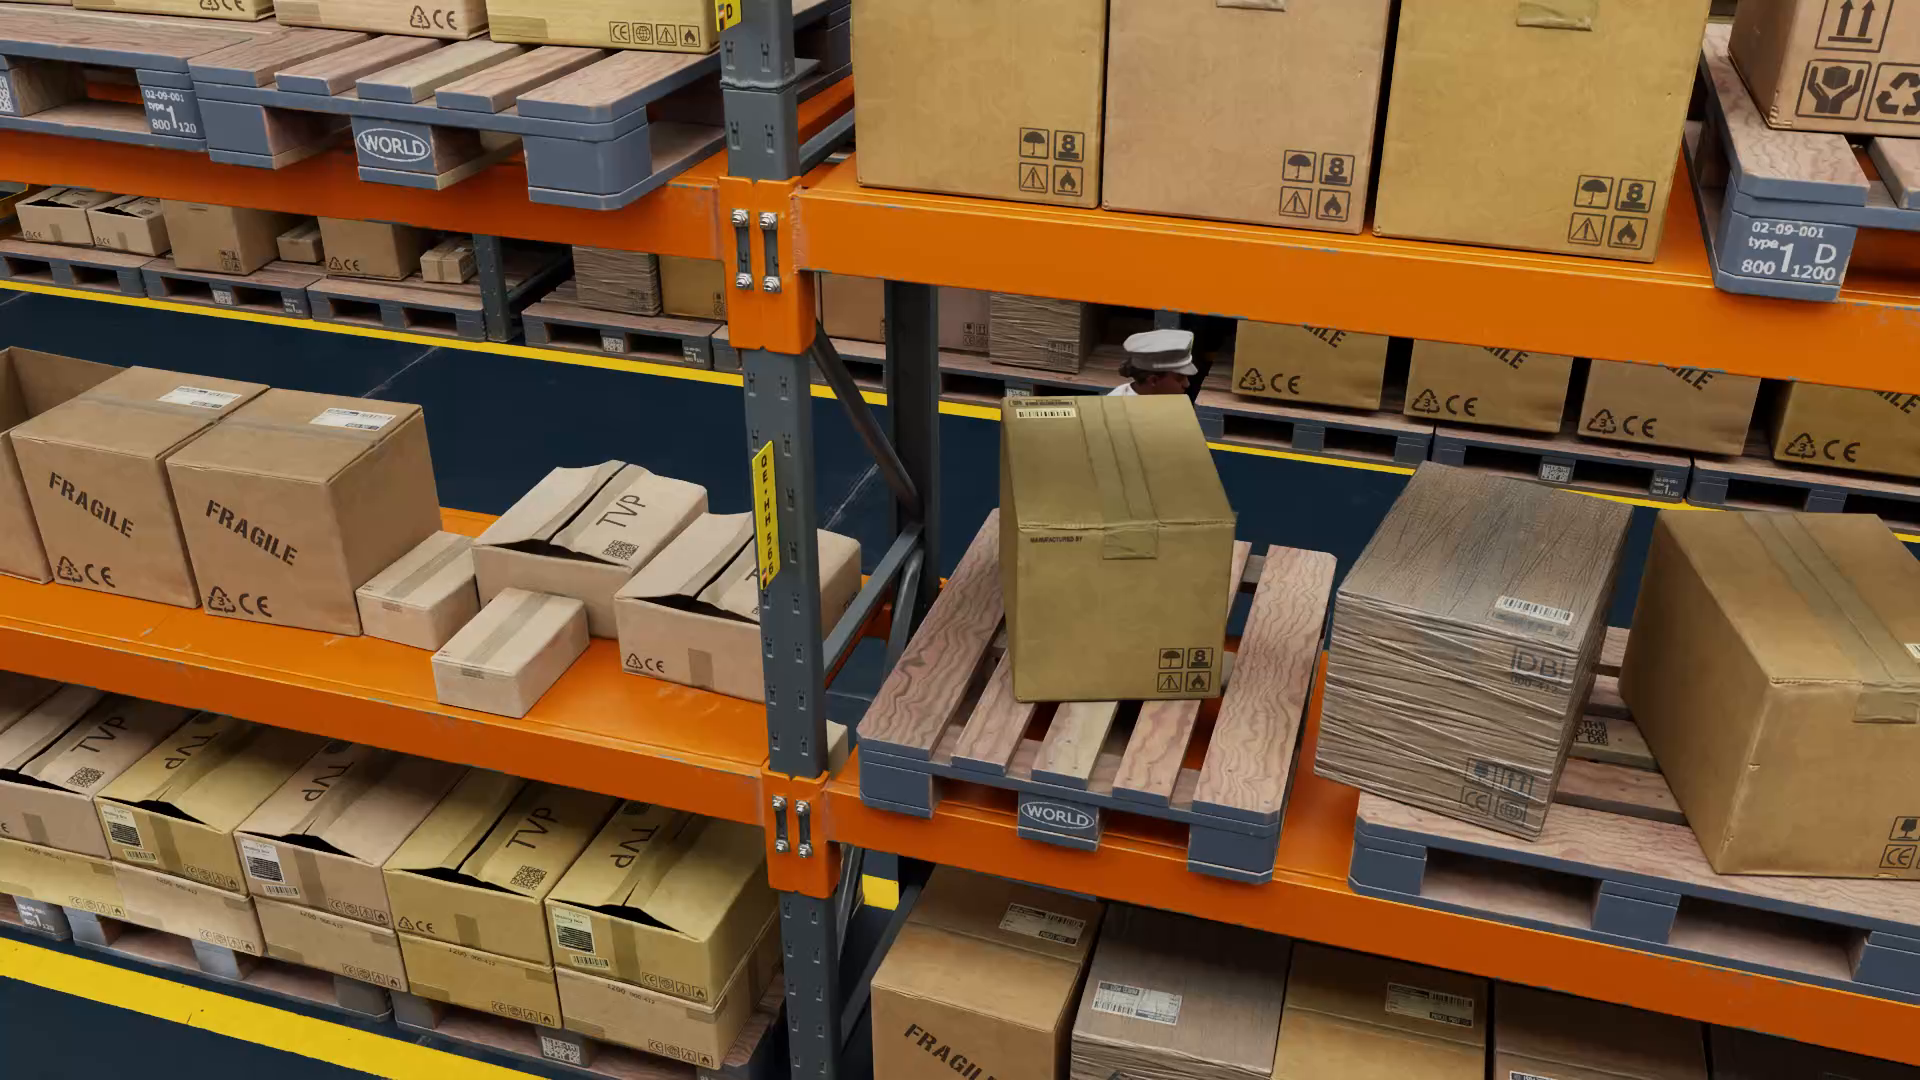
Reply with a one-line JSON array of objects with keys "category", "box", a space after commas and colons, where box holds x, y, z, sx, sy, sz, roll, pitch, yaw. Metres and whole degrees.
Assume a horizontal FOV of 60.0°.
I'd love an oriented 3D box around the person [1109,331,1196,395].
[{"category": "person", "box": [0.614, 0.028, 6.079, 0.395, 1.657, 0.504, 8, 30, 14]}]
